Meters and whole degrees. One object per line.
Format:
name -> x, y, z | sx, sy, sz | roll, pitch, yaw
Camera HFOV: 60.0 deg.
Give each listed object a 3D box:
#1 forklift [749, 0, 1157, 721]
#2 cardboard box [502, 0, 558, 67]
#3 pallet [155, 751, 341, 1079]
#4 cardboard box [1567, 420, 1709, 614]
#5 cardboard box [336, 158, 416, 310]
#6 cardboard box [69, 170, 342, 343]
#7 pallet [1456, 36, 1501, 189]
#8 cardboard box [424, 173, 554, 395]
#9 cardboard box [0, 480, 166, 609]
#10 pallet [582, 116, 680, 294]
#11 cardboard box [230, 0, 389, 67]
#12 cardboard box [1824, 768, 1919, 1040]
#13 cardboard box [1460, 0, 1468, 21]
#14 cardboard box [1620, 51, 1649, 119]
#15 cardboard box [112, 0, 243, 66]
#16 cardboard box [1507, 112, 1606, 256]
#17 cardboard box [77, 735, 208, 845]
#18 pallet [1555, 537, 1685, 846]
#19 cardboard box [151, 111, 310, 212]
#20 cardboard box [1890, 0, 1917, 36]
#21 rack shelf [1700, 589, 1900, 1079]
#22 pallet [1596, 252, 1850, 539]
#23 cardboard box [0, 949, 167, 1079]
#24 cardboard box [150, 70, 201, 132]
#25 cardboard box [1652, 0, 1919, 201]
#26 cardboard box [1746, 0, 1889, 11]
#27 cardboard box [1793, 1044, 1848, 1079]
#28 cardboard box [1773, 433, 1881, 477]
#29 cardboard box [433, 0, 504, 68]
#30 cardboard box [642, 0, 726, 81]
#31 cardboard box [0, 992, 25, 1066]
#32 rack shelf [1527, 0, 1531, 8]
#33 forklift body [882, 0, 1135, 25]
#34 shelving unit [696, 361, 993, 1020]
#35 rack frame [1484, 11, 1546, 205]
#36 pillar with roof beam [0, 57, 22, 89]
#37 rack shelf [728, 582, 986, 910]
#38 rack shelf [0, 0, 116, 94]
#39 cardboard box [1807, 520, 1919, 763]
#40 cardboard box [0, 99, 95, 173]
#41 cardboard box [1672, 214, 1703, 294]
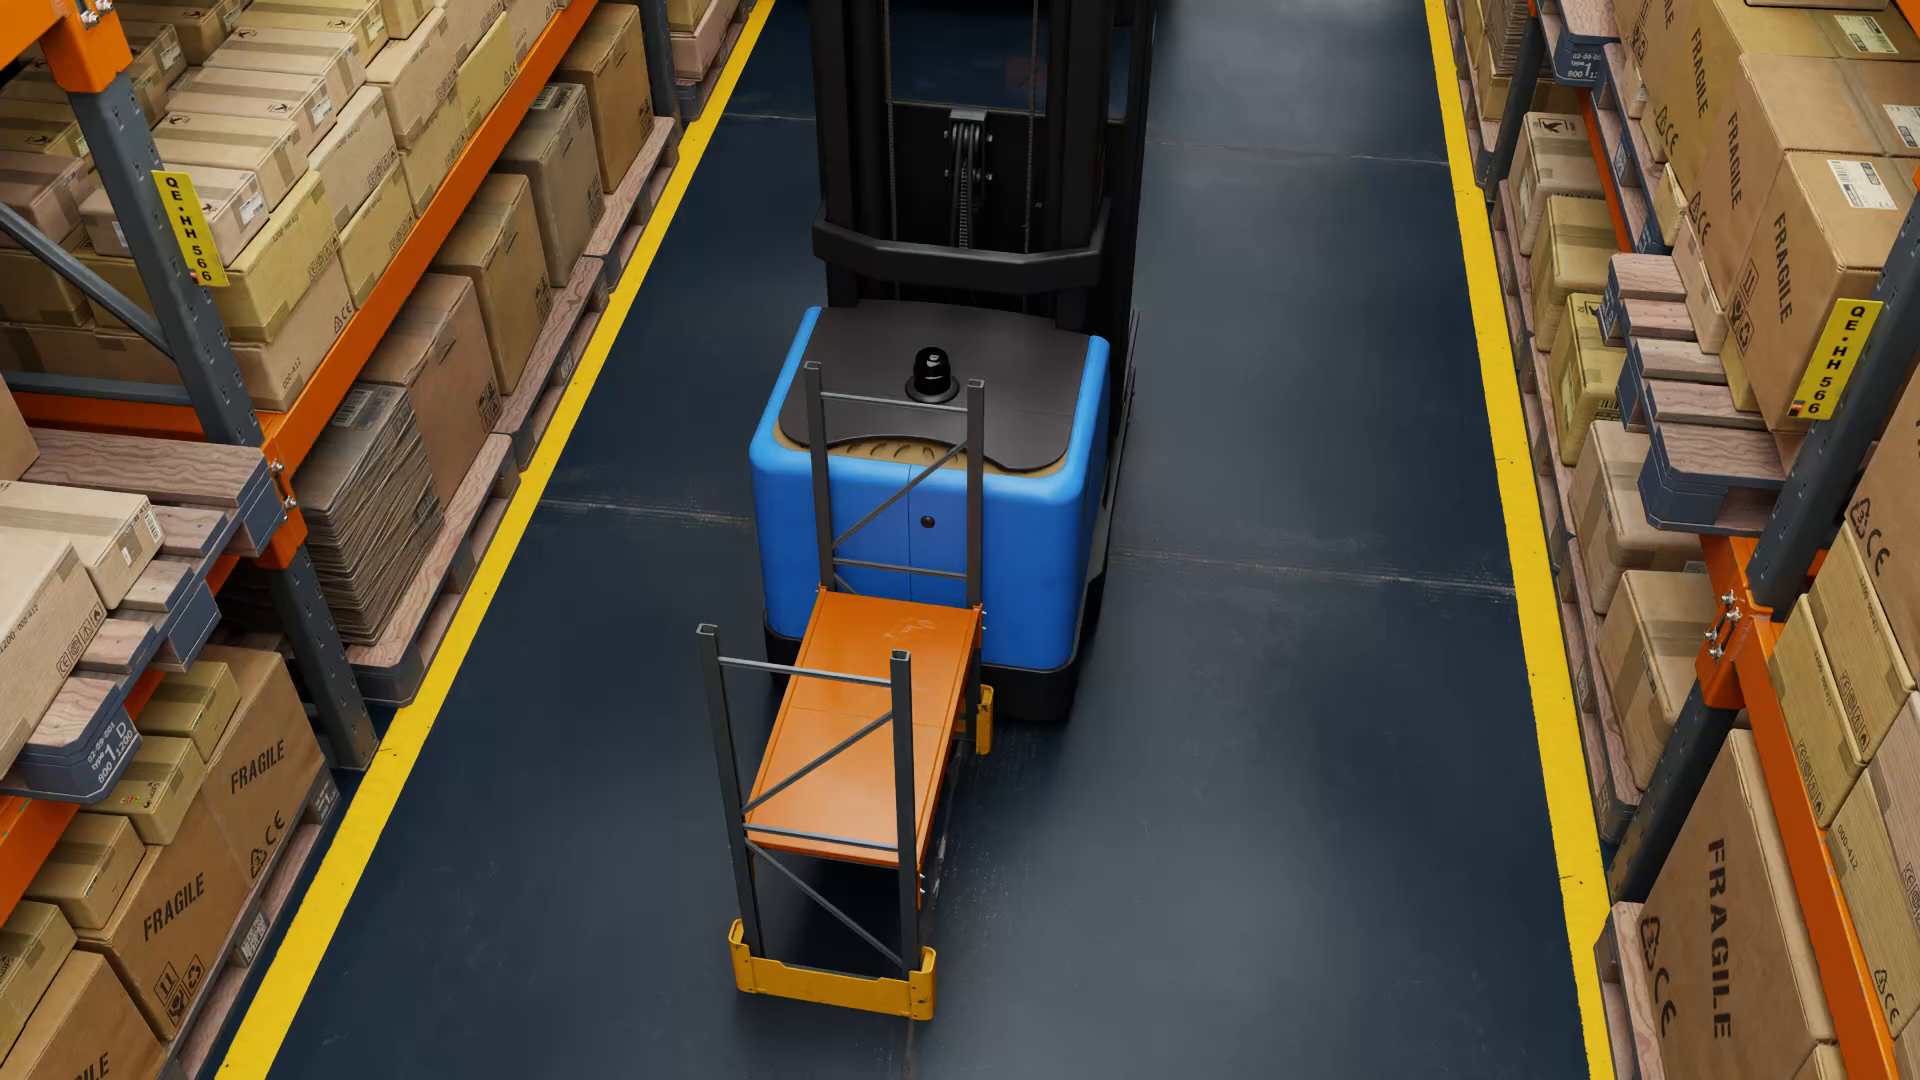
forklift -> 0.110, -1.487, 5.689 | 1.130, 2.935, 3.031 | 7, 44, 7
cardboard box -> -1.867, -2.038, 6.330 | 0.500, 0.250, 0.500 | 5, 44, 6
pallet -> -2.568, 1.105, 4.929 | 1.003, 0.211, 1.213 | 5, 44, 6
cardboard box -> 2.663, -0.050, 5.727 | 0.950, 0.372, 0.625 | 4, 44, 5
cardboard box -> -2.059, -0.981, 5.213 | 0.500, 0.250, 0.500 | 4, 44, 5
cardboard box -> -2.106, -0.818, 4.678 | 0.500, 0.250, 0.500 | 5, 44, 5
pallet -> 3.072, -2.139, 8.355 | 1.003, 0.211, 1.213 | 5, 44, 6
cardboard box -> -2.168, -1.032, 6.580 | 0.875, 0.625, 0.625 | 4, 44, 4
cardboard box -> -2.138, 0.008, 3.937 | 0.380, 0.149, 0.250 | 6, 44, 6
pallet -> -1.961, -1.621, 7.808 | 1.003, 0.211, 1.213 | 5, 44, 6
cardboard box -> -2.029, -1.588, 5.201 | 0.380, 0.149, 0.250 | 6, 44, 6
cardboard box -> 2.125, 0.753, 3.383 | 0.500, 0.250, 0.500 | 4, 44, 4
cardboard box -> 2.962, -2.982, 8.912 | 0.500, 0.250, 0.500 | 6, 44, 6
cardboard box -> 2.432, -1.518, 5.549 | 0.380, 0.149, 0.250 | 7, 44, 7
cardboard box -> -2.496, -1.629, 5.244 | 0.380, 0.149, 0.250 | 5, 44, 5
cardboard box -> 2.951, -1.531, 7.291 | 0.950, 0.372, 0.625 | 6, 44, 6
cardboard box -> -2.251, 0.655, 4.417 | 0.380, 0.149, 0.250 | 3, 44, 3
pallet -> 2.594, 0.516, 5.552 | 1.003, 0.211, 1.213 | 5, 44, 6
cardboard box -> -2.063, -1.057, 4.640 | 0.380, 0.149, 0.250 | 6, 44, 6
cardboard box -> 2.904, -1.265, 4.810 | 0.500, 0.500, 0.500 | 6, 44, 6
rack shelf -> 2.225, 1.660, 2.838 | 1.077, 0.370, 4.000 | 5, 44, 6
pallet -> 2.478, -0.390, 4.620 | 1.213, 0.211, 1.003 | 5, 44, 6
cardboard box -> -2.417, 1.347, 4.158 | 0.500, 0.500, 0.500 | 7, 44, 7
cardboard box -> -2.582, -1.220, 5.102 | 0.500, 0.250, 0.500 | 6, 44, 6
cardboard box -> 2.397, -1.293, 4.840 | 0.500, 0.500, 0.500 | 3, 43, 3
cardboard box -> 2.426, -1.637, 4.731 | 0.380, 0.149, 0.250 | 3, 44, 4
cardboard box -> 2.193, 1.726, 3.486 | 0.875, 0.875, 0.875 | 6, 44, 6
cardboard box -> 2.299, -0.270, 4.231 | 0.380, 0.149, 0.250 | 7, 44, 7
cardboard box -> -1.934, -1.867, 5.785 | 0.500, 0.250, 0.500 | 6, 44, 6
cardboard box -> -1.510, -2.592, 8.501 | 0.500, 0.250, 0.500 | 6, 44, 6
cardboard box -> -2.442, 1.177, 3.867 | 0.380, 0.149, 0.250 | 5, 44, 5
rack shelf -> 3.282, -3.792, 8.596 | 1.077, 0.370, 4.000 | 5, 44, 6
forklift body -> 0.184, -4.099, 9.014 | 2.313, 2.155, 1.214 | 5, 44, 6
shelving unit -> -0.273, 0.441, 4.694 | 0.587, 1.500, 1.083 | 7, 44, 7
rack frame -> 3.018, -2.690, 6.910 | 1.000, 3.000, 0.127 | 5, 44, 6
pillar with roof beam -> 1.115, -3.170, 3.053 | 9.100, 9.000, 0.400 | 5, 44, 6
rack shelf -> -0.272, 0.565, 4.824 | 0.538, 0.185, 1.000 | 7, 44, 7
rack shelf -> -2.696, 0.122, 2.281 | 1.077, 0.370, 4.000 | 5, 44, 6
cardboard box -> 2.177, 0.232, 3.569 | 0.500, 0.250, 0.500 | 5, 44, 5
cardboard box -> -2.665, -1.113, 4.700 | 0.380, 0.149, 0.250 | 6, 44, 7
cardboard box -> 2.293, -0.806, 4.797 | 0.380, 0.149, 0.250 | 3, 44, 4
